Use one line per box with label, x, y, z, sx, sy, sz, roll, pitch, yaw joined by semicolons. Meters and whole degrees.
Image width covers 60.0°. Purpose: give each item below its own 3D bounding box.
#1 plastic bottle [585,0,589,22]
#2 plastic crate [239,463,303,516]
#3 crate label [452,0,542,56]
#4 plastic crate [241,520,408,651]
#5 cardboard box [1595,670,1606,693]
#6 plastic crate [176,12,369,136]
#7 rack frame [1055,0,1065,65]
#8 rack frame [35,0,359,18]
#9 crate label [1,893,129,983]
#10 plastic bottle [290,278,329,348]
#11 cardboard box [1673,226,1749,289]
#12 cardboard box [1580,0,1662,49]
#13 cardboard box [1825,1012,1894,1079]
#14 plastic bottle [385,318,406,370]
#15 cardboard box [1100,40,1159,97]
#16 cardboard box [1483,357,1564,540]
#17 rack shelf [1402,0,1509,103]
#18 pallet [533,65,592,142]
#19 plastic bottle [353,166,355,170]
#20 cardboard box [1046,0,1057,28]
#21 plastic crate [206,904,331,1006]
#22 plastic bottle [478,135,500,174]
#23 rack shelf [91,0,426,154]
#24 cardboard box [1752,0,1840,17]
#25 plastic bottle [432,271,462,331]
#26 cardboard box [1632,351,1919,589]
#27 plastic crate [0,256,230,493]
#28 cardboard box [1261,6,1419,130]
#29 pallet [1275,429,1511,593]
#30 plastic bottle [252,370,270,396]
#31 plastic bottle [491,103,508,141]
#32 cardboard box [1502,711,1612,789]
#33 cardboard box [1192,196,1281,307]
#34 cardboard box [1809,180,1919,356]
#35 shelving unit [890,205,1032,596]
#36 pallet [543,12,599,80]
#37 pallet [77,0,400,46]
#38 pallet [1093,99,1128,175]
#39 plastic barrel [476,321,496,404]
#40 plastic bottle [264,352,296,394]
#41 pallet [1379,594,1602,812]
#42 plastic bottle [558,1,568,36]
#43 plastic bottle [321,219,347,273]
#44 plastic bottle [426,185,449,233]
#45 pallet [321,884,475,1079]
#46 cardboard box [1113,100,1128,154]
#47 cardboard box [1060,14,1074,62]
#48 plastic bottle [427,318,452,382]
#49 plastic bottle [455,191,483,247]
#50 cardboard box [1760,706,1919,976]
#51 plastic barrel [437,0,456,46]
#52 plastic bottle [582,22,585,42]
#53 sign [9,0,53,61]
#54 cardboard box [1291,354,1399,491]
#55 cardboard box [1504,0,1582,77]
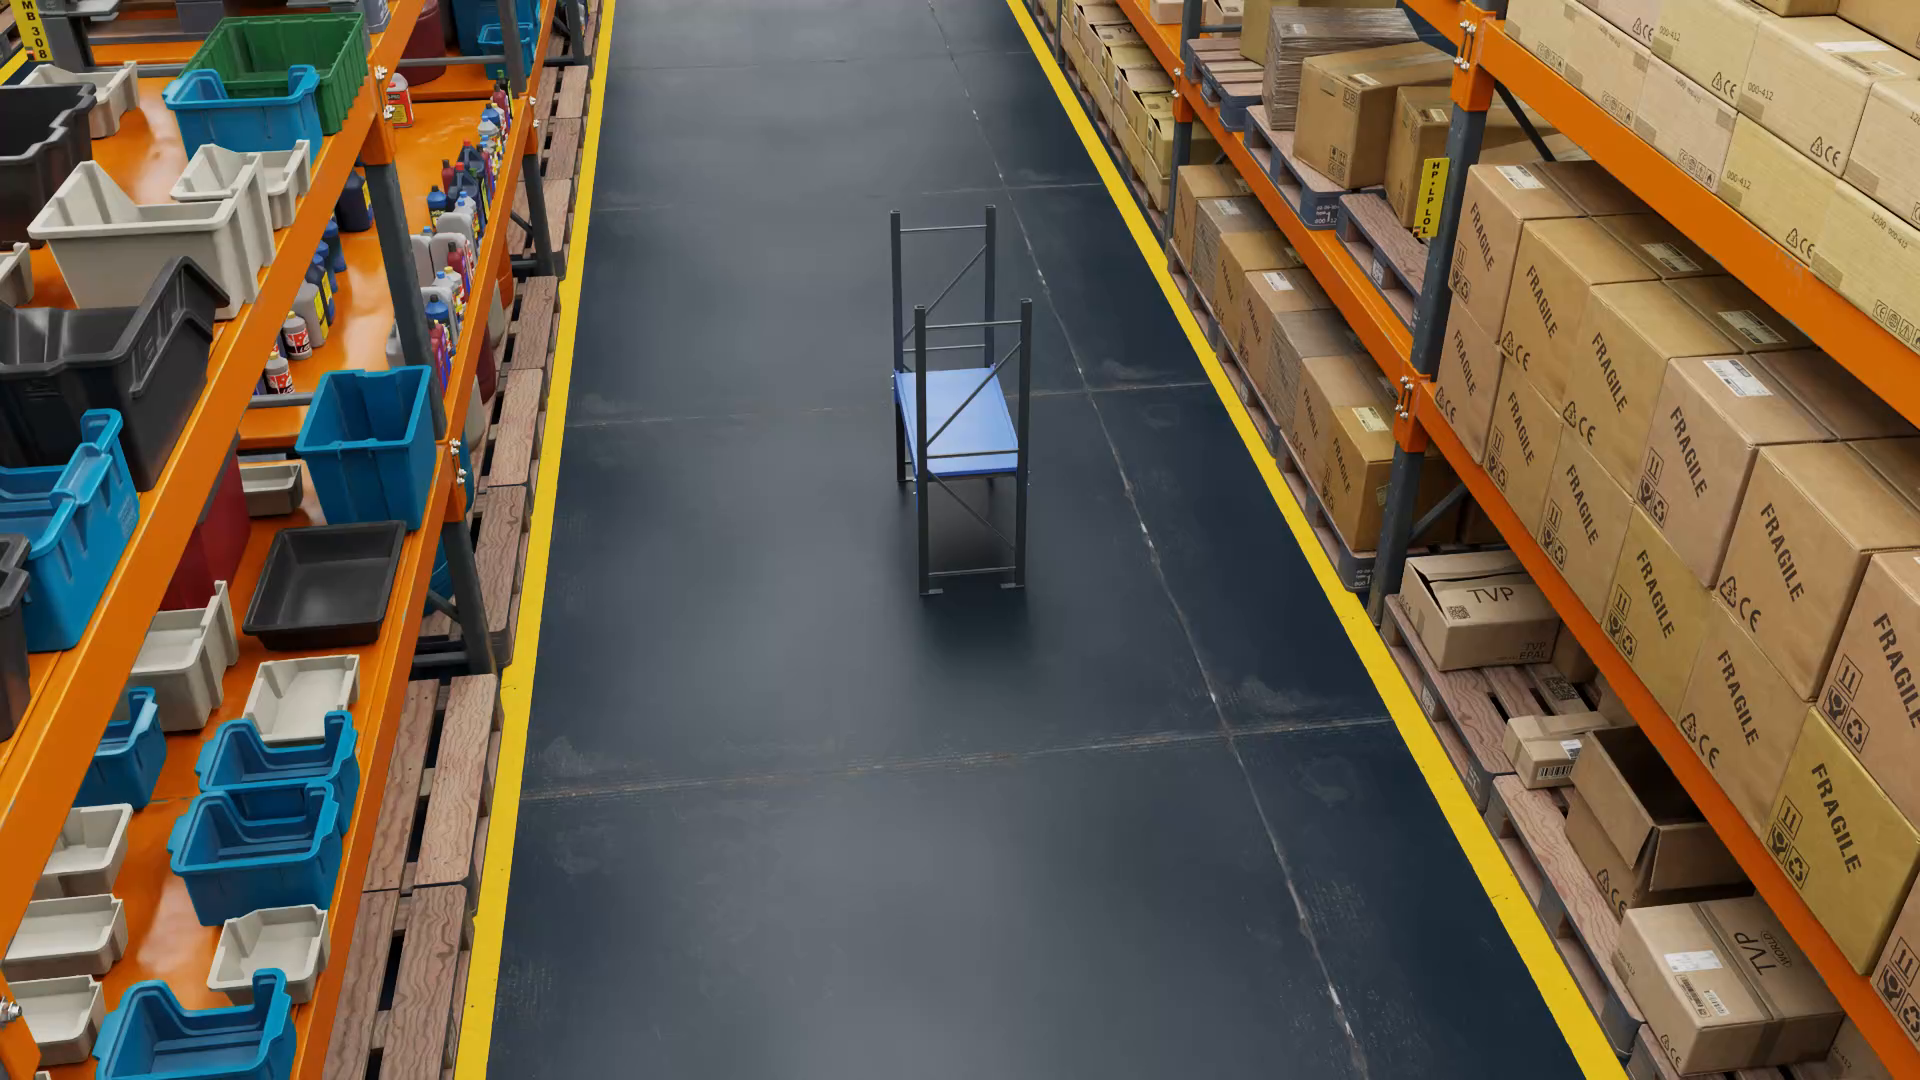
plastic bottle;-3.310;-4.672;14.403;0.144;0.351;0.185;-6;35;-8
plastic crate;-2.591;-0.179;6.029;0.396;0.136;0.243;-4;35;-6
crate label;-2.915;-3.355;10.478;0.502;0.435;0.616;-4;35;-6
plastic crate;-2.095;0.160;5.543;0.437;0.125;0.590;-4;35;-6
cardboard box;2.865;0.591;6.860;0.380;0.149;0.250;-4;35;-6
plastic crate;-2.155;-1.472;5.271;0.450;0.188;0.662;-4;35;-6
rack frame;1.321;-5.371;13.467;1.000;3.000;0.127;-4;35;-6
rack frame;-2.512;-3.012;4.679;1.000;3.000;0.127;-4;35;-6
crate label;-2.349;1.025;4.263;0.396;0.136;0.243;-4;35;-6
plastic bottle;-2.817;-1.012;7.115;0.144;0.351;0.185;-4;35;-6
cardboard box;2.793;-0.813;5.802;0.500;0.500;0.500;-5;35;-7
cardboard box;2.286;-1.721;5.138;0.500;0.250;0.500;-4;35;-6
cardboard box;3.076;1.676;5.178;0.500;0.250;0.500;-4;35;-6
plastic bottle;-2.243;-0.756;6.740;0.144;0.351;0.185;-4;35;-6
cardboard box;1.338;-3.532;12.340;0.500;0.311;0.500;-3;34;-5
cardboard box;2.268;-0.357;6.022;0.500;0.500;0.500;-4;34;-6
rack shelf;2.128;-2.965;7.912;1.077;0.370;4.000;-4;35;-6
pallet;-3.443;-3.410;13.066;1.003;0.211;1.213;-4;35;-6
plastic bottle;-3.243;-2.018;8.724;0.097;0.201;0.097;0;34;0
cardboard box;1.042;-4.650;14.479;0.500;0.250;0.500;-4;35;-6
plastic crate;-1.733;1.057;4.217;0.250;0.136;0.298;-4;35;-6
plastic bottle;-2.478;-2.024;8.732;0.097;0.201;0.097;0;34;0
rack shelf;-2.781;-2.592;7.364;1.077;0.370;4.000;-4;35;-6
cardboard box;2.501;-1.764;4.534;0.700;0.500;0.500;-4;35;-6
plastic bottle;-2.234;-1.038;7.224;0.097;0.271;0.097;0;34;0
cardboard box;2.391;-0.214;4.923;0.500;0.500;0.500;-3;34;-5
plastic crate;-1.907;-0.388;3.548;0.504;0.338;0.767;-4;35;-6
cardboard box;1.989;-2.486;8.772;0.700;0.500;0.500;2;34;3
pallet;2.250;-0.205;8.363;1.003;0.211;1.213;-4;35;-6
plastic bottle;-2.885;-0.677;6.691;0.152;0.276;0.135;-4;35;-6
plastic bottle;-2.544;-2.295;9.131;0.097;0.201;0.097;0;34;0
cardboard box;2.366;0.815;6.515;0.380;0.166;0.250;-4;35;-6
cardboard box;1.713;-1.720;9.939;0.500;0.500;0.500;-6;35;-8
cardboard box;2.468;-0.676;4.048;0.500;0.250;0.500;-4;35;-6
shelving unit;-0.011;-0.667;7.897;0.538;1.500;1.048;-4;35;-6
pallet;-3.637;-4.223;14.260;1.003;0.211;1.213;-4;35;-6
pallet;-2.714;-2.125;6.208;1.213;0.211;1.003;-4;35;-6
pallet;1.626;-3.128;12.652;1.003;0.211;1.213;-4;35;-6
plastic barrel;-2.815;-1.041;8.882;0.600;0.588;0.708;-4;35;-6
plastic bottle;-2.764;-0.666;6.741;0.097;0.201;0.097;0;34;0
pallet;2.489;0.629;7.139;1.003;0.211;1.213;-4;35;-6
plastic bottle;-3.372;-4.438;14.120;0.061;0.283;0.133;-4;35;-6
plastic bottle;-2.930;-1.385;7.733;0.097;0.271;0.097;0;34;0
plastic bottle;-2.510;-1.578;8.016;0.097;0.271;0.097;0;34;0
pallet;-2.207;1.709;5.555;1.003;0.211;1.213;-4;35;-6
cardboard box;1.409;-3.019;12.085;0.500;0.250;0.500;-4;34;-5
cardboard box;1.130;-4.164;13.765;0.500;0.250;0.500;-5;35;-8
plastic bottle;-2.156;-0.796;6.859;0.061;0.283;0.133;-4;35;-6
plastic bottle;-2.354;-1.534;7.952;0.097;0.271;0.097;0;34;0
cardboard box;2.532;0.766;4.374;0.500;0.500;0.500;-4;34;-6
plastic barrel;-3.400;-3.369;10.431;0.421;0.512;0.421;0;34;0
plastic bottle;-3.210;-4.291;13.977;0.097;0.201;0.097;0;34;0
sign;-3.057;-1.736;5.462;0.100;0.325;0.005;-4;35;-6
cardboard box;1.989;-0.585;8.274;0.500;0.500;0.500;-4;35;-6
cardboard box;2.217;-1.794;5.688;0.500;0.250;0.500;-4;35;-6
